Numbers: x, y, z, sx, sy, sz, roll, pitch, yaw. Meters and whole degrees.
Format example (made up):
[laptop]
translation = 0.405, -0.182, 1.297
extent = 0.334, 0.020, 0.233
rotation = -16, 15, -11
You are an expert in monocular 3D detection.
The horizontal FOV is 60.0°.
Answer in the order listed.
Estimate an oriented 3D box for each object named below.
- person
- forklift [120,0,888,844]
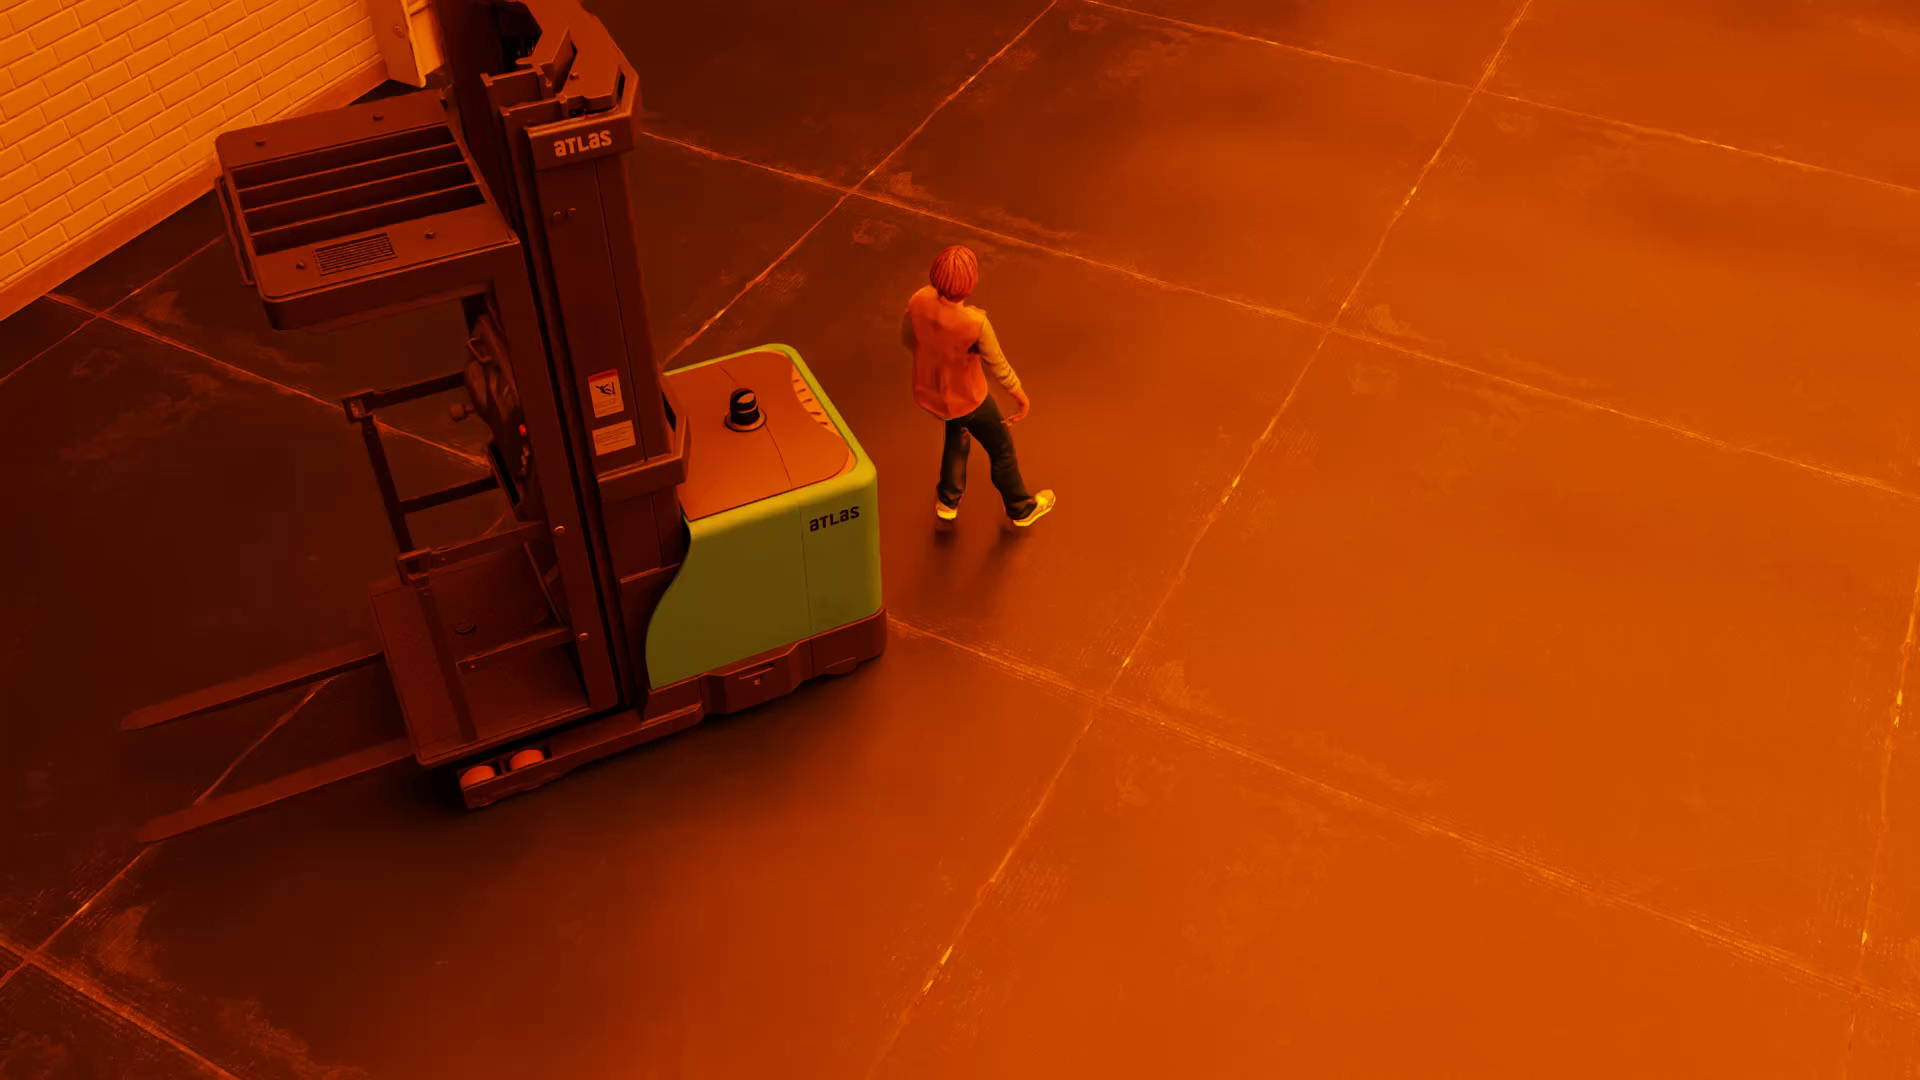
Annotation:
[person]
translation = 0.080, -0.710, 7.428
extent = 0.584, 1.543, 0.568
rotation = 27, 50, 26
[forklift]
translation = -1.872, -0.418, 6.098
extent = 3.031, 2.935, 1.130
rotation = -18, 46, -18
